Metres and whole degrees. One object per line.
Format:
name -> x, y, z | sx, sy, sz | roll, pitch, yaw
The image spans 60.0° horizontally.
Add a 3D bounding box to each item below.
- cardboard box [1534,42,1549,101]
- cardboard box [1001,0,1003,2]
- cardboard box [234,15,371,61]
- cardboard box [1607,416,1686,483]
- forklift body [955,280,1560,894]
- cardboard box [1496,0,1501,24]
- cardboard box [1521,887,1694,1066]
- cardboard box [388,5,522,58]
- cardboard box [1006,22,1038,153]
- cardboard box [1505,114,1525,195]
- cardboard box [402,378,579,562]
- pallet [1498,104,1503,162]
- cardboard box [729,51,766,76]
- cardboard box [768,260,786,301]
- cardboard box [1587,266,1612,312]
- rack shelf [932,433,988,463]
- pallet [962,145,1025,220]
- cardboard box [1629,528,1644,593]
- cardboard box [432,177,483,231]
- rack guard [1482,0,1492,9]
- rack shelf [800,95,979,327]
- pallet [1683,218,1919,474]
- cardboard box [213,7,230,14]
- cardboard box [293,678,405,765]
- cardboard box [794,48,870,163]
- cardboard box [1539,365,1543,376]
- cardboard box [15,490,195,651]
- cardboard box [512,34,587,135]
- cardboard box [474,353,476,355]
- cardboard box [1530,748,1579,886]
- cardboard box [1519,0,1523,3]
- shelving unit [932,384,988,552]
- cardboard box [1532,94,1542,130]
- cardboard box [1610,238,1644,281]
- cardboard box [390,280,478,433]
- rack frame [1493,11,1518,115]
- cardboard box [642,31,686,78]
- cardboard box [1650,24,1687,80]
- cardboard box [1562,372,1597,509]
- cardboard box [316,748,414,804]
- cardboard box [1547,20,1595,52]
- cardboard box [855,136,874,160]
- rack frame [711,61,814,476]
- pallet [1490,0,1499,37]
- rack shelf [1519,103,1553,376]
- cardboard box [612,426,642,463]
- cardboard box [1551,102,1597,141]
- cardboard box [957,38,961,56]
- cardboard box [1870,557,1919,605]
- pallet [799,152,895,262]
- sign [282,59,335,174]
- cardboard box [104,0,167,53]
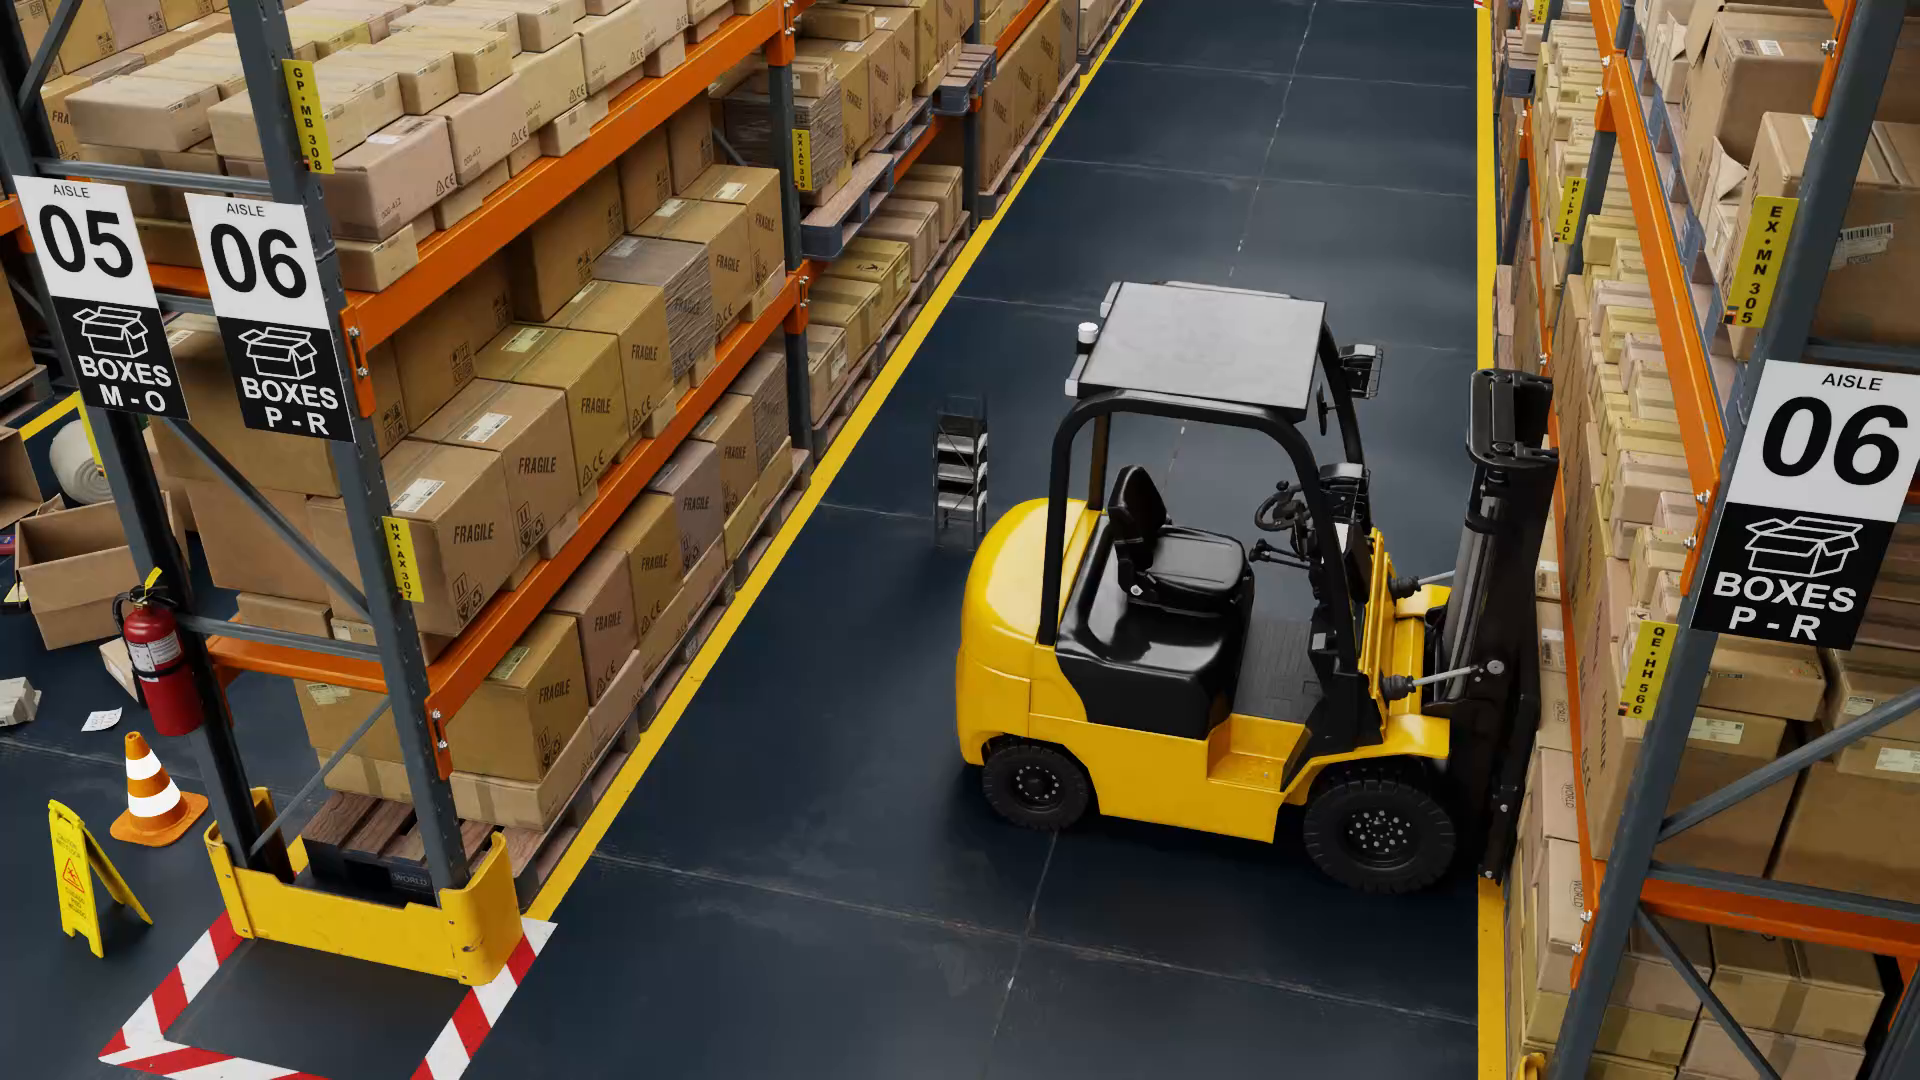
cardboard box -> 4.077, -3.074, 10.963 | 0.500, 0.250, 0.500 | 8, 33, 12
cardboard box -> 0.147, -4.439, 13.110 | 0.500, 0.250, 0.500 | 9, 33, 14
cardboard box -> -2.319, -1.743, 5.890 | 0.380, 0.149, 0.250 | 8, 33, 13
cardboard box -> 2.533, -0.301, 5.952 | 0.380, 0.149, 0.250 | 9, 33, 13
forklift body -> 1.136, 0.157, 6.998 | 2.313, 2.155, 1.214 | 8, 33, 12
cardboard box -> 5.978, -5.651, 17.282 | 0.700, 0.500, 0.500 | 9, 34, 14
cardboard box -> 2.241, 1.508, 5.787 | 0.500, 0.250, 0.500 | 8, 33, 12
cardboard box -> -1.818, -1.811, 5.998 | 0.380, 0.149, 0.250 | 8, 33, 12
cardboard box -> 0.134, -3.884, 14.152 | 0.875, 0.875, 0.875 | 8, 33, 13
cardboard box -> 4.616, -3.021, 13.145 | 0.500, 0.500, 0.500 | 9, 34, 14
cardboard box -> -1.866, -0.287, 6.536 | 0.500, 0.500, 0.500 | 9, 34, 14
pallet -> 5.295, -3.592, 14.703 | 1.003, 0.211, 1.213 | 8, 33, 12
cardboard box -> -1.348, -2.591, 9.769 | 0.500, 0.500, 0.500 | 8, 33, 13
cardboard box -> -1.154, -1.404, 8.896 | 0.380, 0.149, 0.250 | 8, 33, 12
cardboard box -> 3.035, -1.096, 7.480 | 0.380, 0.149, 0.250 | 9, 33, 14
rack shelf -> 0.002, -0.508, 8.937 | 0.258, 0.077, 0.200 | 8, 33, 12
pallet -> -0.080, -3.016, 13.797 | 1.003, 0.211, 1.213 | 8, 33, 12
cardboard box -> 2.471, 0.107, 5.587 | 0.380, 0.149, 0.250 | 8, 33, 12
cardboard box -> -1.904, -1.211, 5.798 | 0.380, 0.149, 0.250 | 9, 34, 14
rack guard -> 6.461, -6.177, 18.501 | 1.175, 0.500, 0.348 | 8, 33, 12
rack shelf -> -0.860, -2.452, 10.982 | 1.077, 0.370, 4.000 | 8, 33, 12
pallet -> 2.624, -0.560, 4.622 | 1.003, 0.211, 1.213 | 8, 33, 12
cardboard box -> -5.276, -3.669, 12.132 | 0.500, 0.500, 0.500 | 7, 33, 12
cardboard box -> -2.432, 0.573, 7.025 | 0.500, 0.500, 0.500 | 8, 33, 13
cardboard box -> -0.845, -2.527, 9.668 | 0.500, 0.500, 0.500 | 8, 33, 13
cardboard box -> 3.556, -0.492, 9.049 | 0.875, 0.625, 0.625 | 9, 34, 15
cardboard box -> -4.386, 0.155, 8.537 | 0.797, 0.503, 0.637 | -14, 35, -21
cardboard box -> -1.753, -1.727, 6.237 | 0.500, 0.250, 0.500 | 9, 34, 14
cardboard box -> -2.250, -0.648, 7.102 | 0.500, 0.500, 0.500 | 8, 33, 12
cardboard box -> 2.358, 1.045, 6.049 | 0.500, 0.250, 0.500 | 9, 33, 13
cardboard box -> 4.795, -4.519, 13.077 | 0.700, 0.500, 0.500 | 8, 33, 12
shelving unit -> 0.002, -0.384, 9.015 | 0.258, 0.900, 0.210 | 8, 33, 12
cardboard box -> 4.101, -2.860, 11.092 | 0.500, 0.250, 0.500 | 8, 33, 13
cardboard box -> 3.105, -1.210, 7.383 | 0.380, 0.149, 0.250 | 9, 33, 13
cardboard box -> -2.329, -0.788, 6.392 | 0.700, 0.500, 0.500 | 8, 33, 13
rack frame -> 5.465, -5.196, 14.627 | 1.000, 3.000, 0.127 | 8, 33, 12
cardboard box -> -1.428, -2.141, 7.259 | 0.380, 0.149, 0.250 | 9, 34, 14
cardboard box -> 2.832, -1.833, 6.291 | 0.380, 0.149, 0.250 | 9, 34, 14
cardboard box -> 2.826, -0.356, 6.921 | 0.500, 0.500, 0.500 | 8, 33, 12
cardboard box -> -2.432, 0.872, 7.254 | 0.500, 0.250, 0.500 | 8, 33, 12
cardboard box -> 4.084, -3.311, 10.964 | 0.380, 0.149, 0.250 | 9, 34, 14
cardboard box -> -0.746, -2.447, 10.146 | 0.380, 0.149, 0.250 | 9, 33, 13
rack frame -> -1.368, -1.718, 9.157 | 1.000, 3.000, 0.127 | 8, 33, 12
pallet -> 6.259, -5.641, 17.927 | 1.003, 0.211, 1.213 | 8, 33, 12
rack shelf -> 3.942, -1.779, 9.922 | 1.077, 0.370, 4.000 | 8, 33, 12
cardboard box -> -1.654, -0.486, 7.453 | 0.380, 0.149, 0.250 | 7, 33, 11
cardboard box -> 3.594, -2.383, 9.505 | 0.380, 0.149, 0.250 | 7, 33, 11
cardboard box -> -0.206, -3.514, 11.824 | 0.380, 0.149, 0.250 | 9, 33, 13
cardboard box -> 2.864, 0.175, 5.204 | 0.380, 0.149, 0.250 | 9, 33, 13
pallet -> -1.033, -2.014, 9.801 | 1.003, 0.211, 1.213 | 8, 33, 12
sign -> -1.858, -1.203, 4.736 | 0.100, 0.325, 0.005 | 8, 33, 12
cardboard box -> -5.804, -3.592, 11.078 | 0.700, 0.500, 0.500 | 8, 33, 13
